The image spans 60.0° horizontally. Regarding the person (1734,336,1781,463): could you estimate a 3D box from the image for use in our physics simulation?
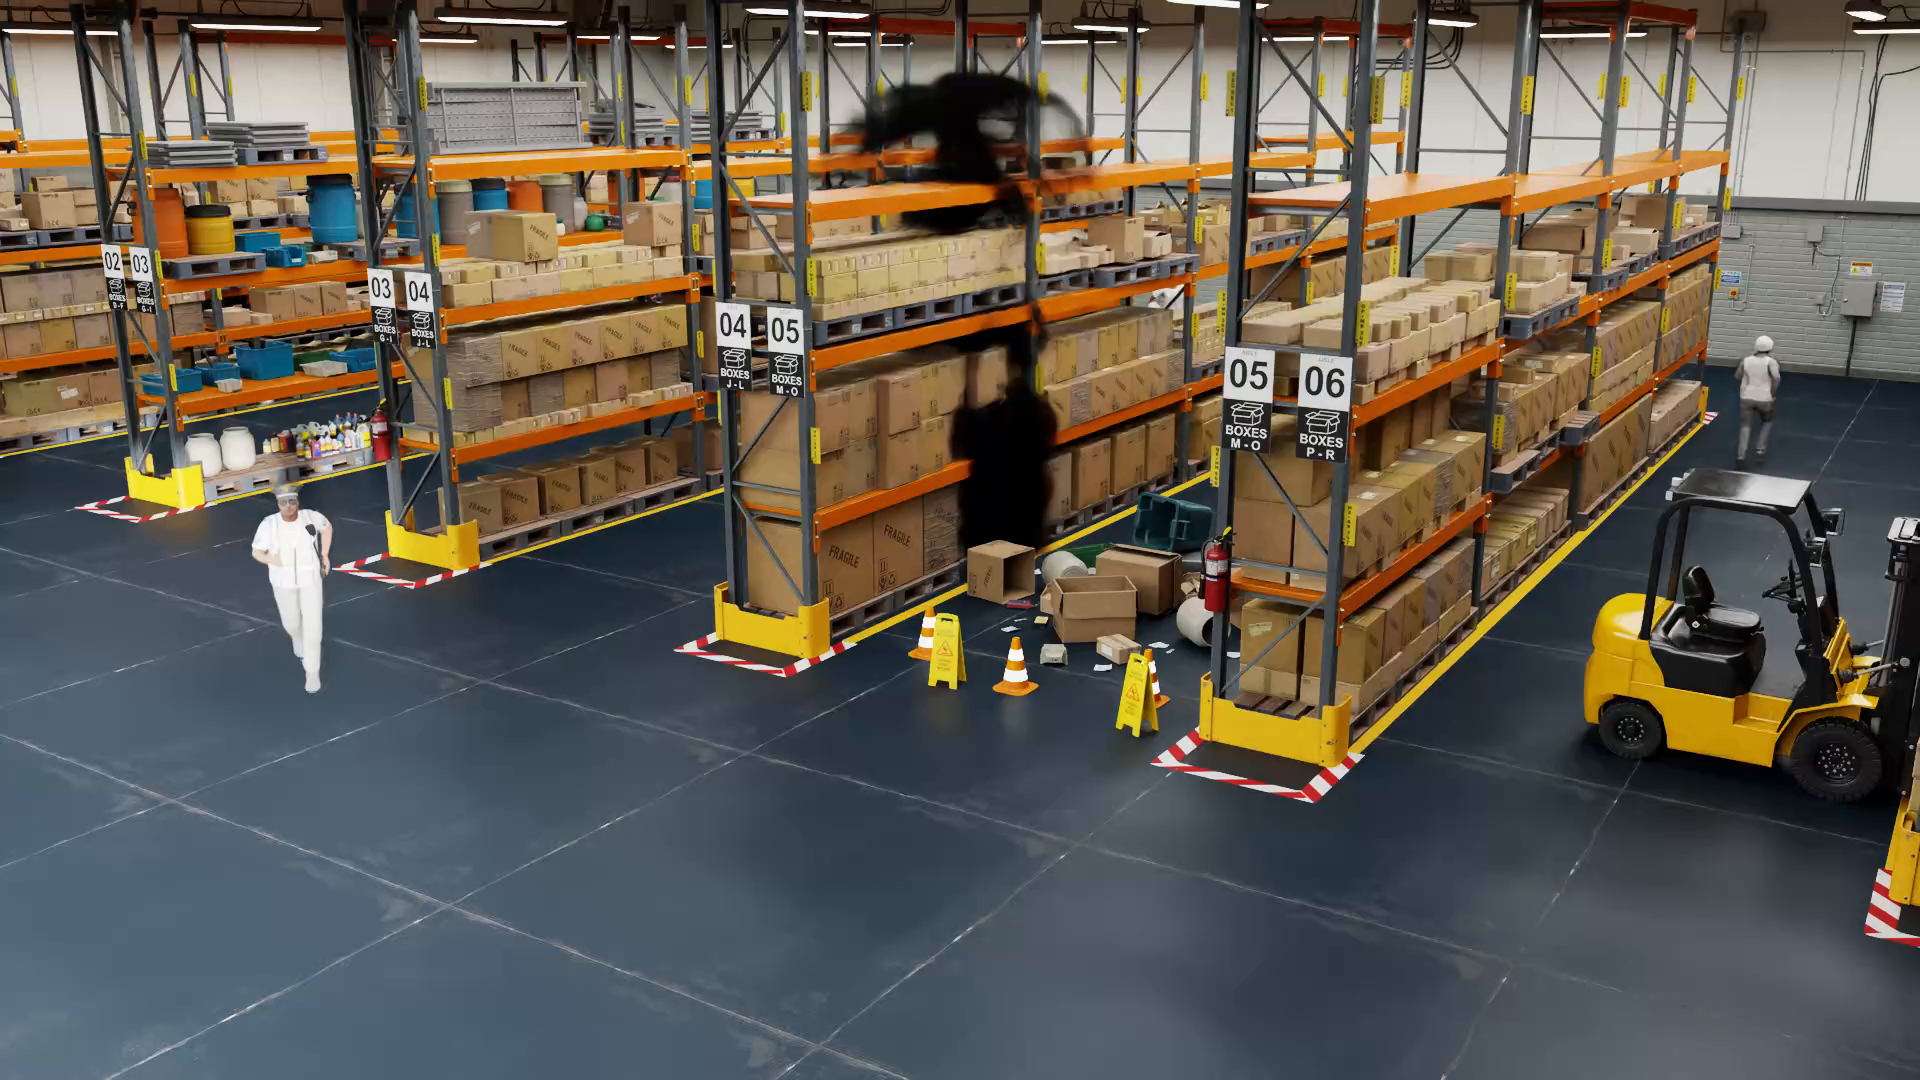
[{"bbox_3d":[10.867,-1.879,22.748,0.635,1.820,0.795,11,19,35],"label":"person"}]

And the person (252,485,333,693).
[{"bbox_3d":[-5.842,0.368,14.660,0.670,1.822,0.969,-6,17,-21],"label":"person"}]

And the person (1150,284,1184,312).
[{"bbox_3d":[3.979,-4.165,30.992,0.762,1.783,0.690,-5,16,-19],"label":"person"}]

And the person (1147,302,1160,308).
[{"bbox_3d":[3.070,-2.815,26.021,0.696,1.830,0.925,13,20,39],"label":"person"}]
